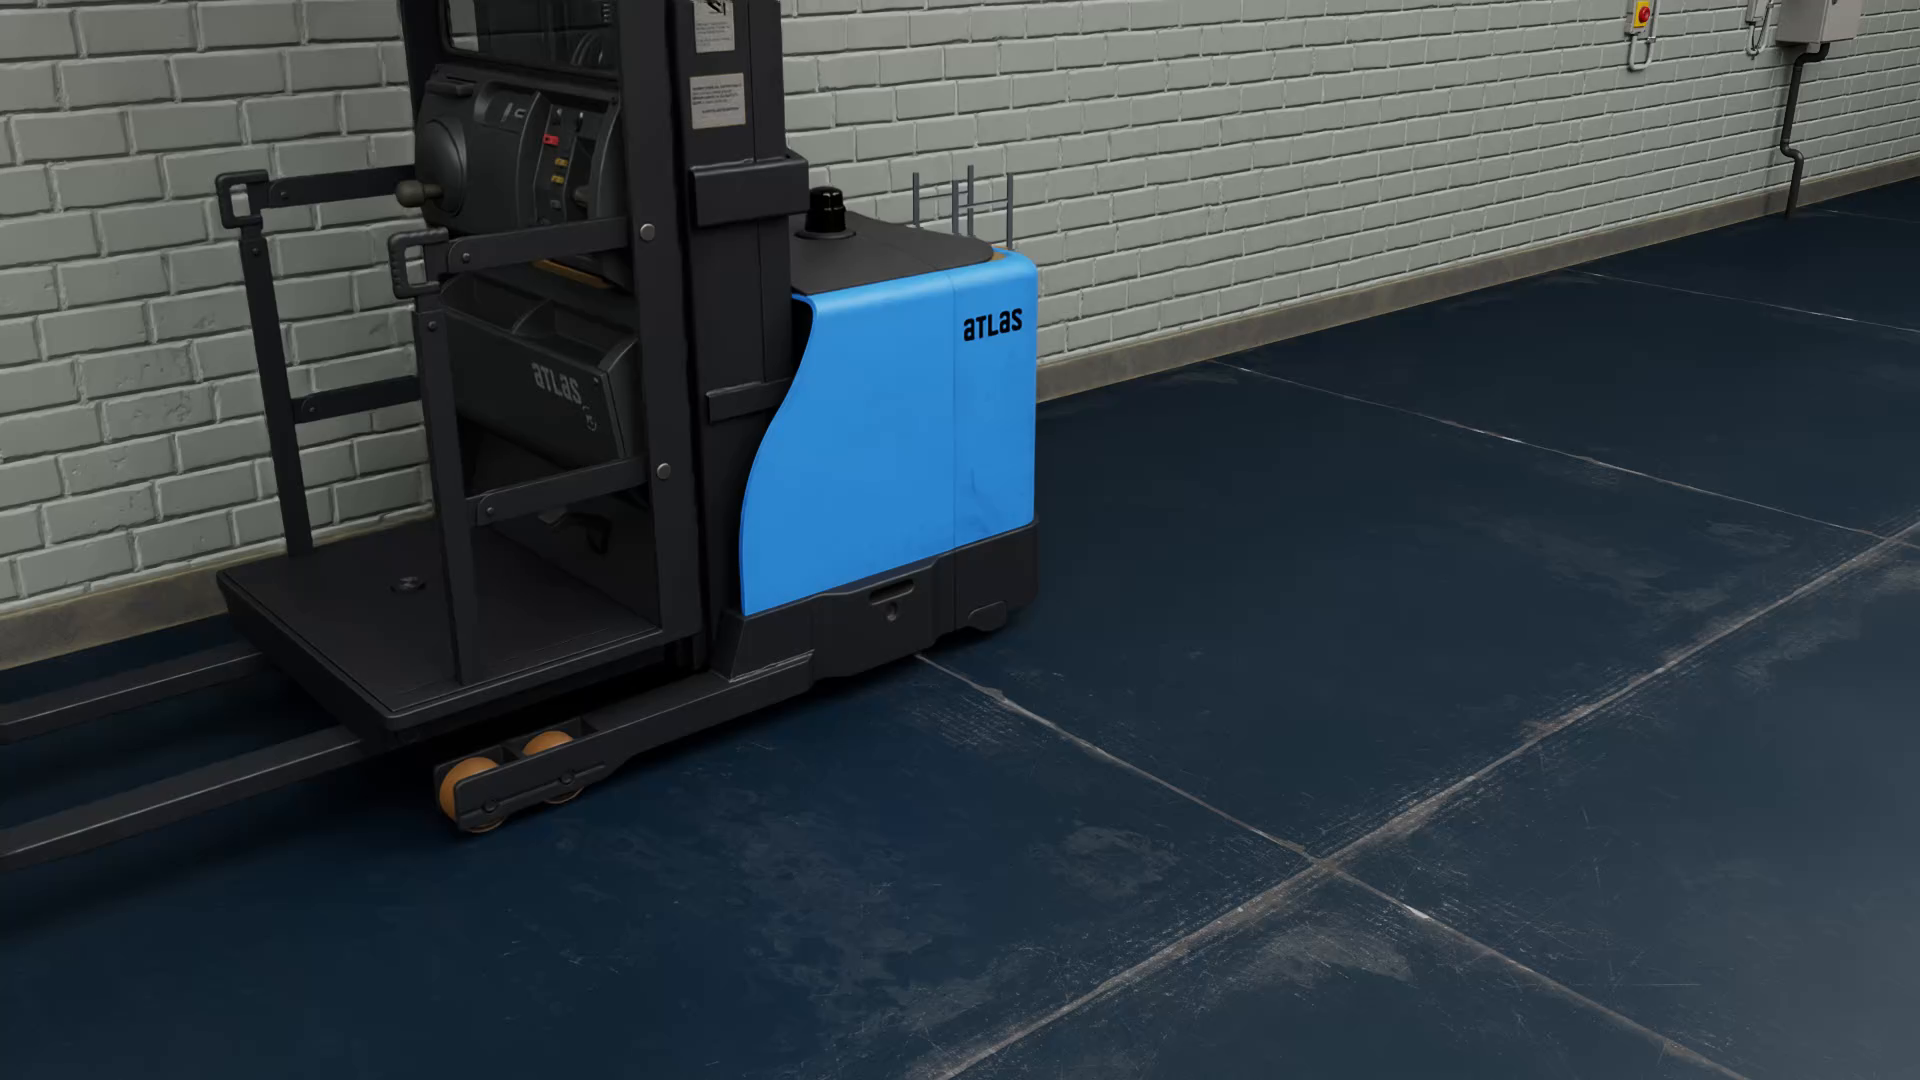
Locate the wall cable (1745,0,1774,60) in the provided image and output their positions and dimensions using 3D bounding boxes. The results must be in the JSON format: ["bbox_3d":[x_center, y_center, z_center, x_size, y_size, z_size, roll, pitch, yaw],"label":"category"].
[{"bbox_3d":[4.813,-3.840,9.781,0.588,1.984,0.122,-17,27,-37],"label":"wall cable"}]

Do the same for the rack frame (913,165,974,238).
[{"bbox_3d":[-0.050,-0.580,5.320,0.240,1.200,0.006,-17,27,-37],"label":"rack frame"}]

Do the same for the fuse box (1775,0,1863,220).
[{"bbox_3d":[5.433,-2.886,10.505,0.539,1.711,0.414,-17,27,-37],"label":"fuse box"}]

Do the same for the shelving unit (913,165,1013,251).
[{"bbox_3d":[0.009,-0.555,5.255,0.258,1.200,0.189,-17,27,-37],"label":"shelving unit"}]

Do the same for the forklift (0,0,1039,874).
[{"bbox_3d":[-1.213,-0.915,3.801,3.031,2.935,1.130,-18,28,-38],"label":"forklift"}]

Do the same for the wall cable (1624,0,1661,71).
[{"bbox_3d":[3.746,-3.513,8.905,0.585,1.953,0.123,-17,27,-37],"label":"wall cable"}]

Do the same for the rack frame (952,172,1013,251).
[{"bbox_3d":[0.069,-0.529,5.190,0.240,1.200,0.006,-17,27,-37],"label":"rack frame"}]

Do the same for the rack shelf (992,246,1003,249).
[{"bbox_3d":[0.009,-0.849,5.140,0.258,0.103,0.180,-17,27,-37],"label":"rack shelf"}]
